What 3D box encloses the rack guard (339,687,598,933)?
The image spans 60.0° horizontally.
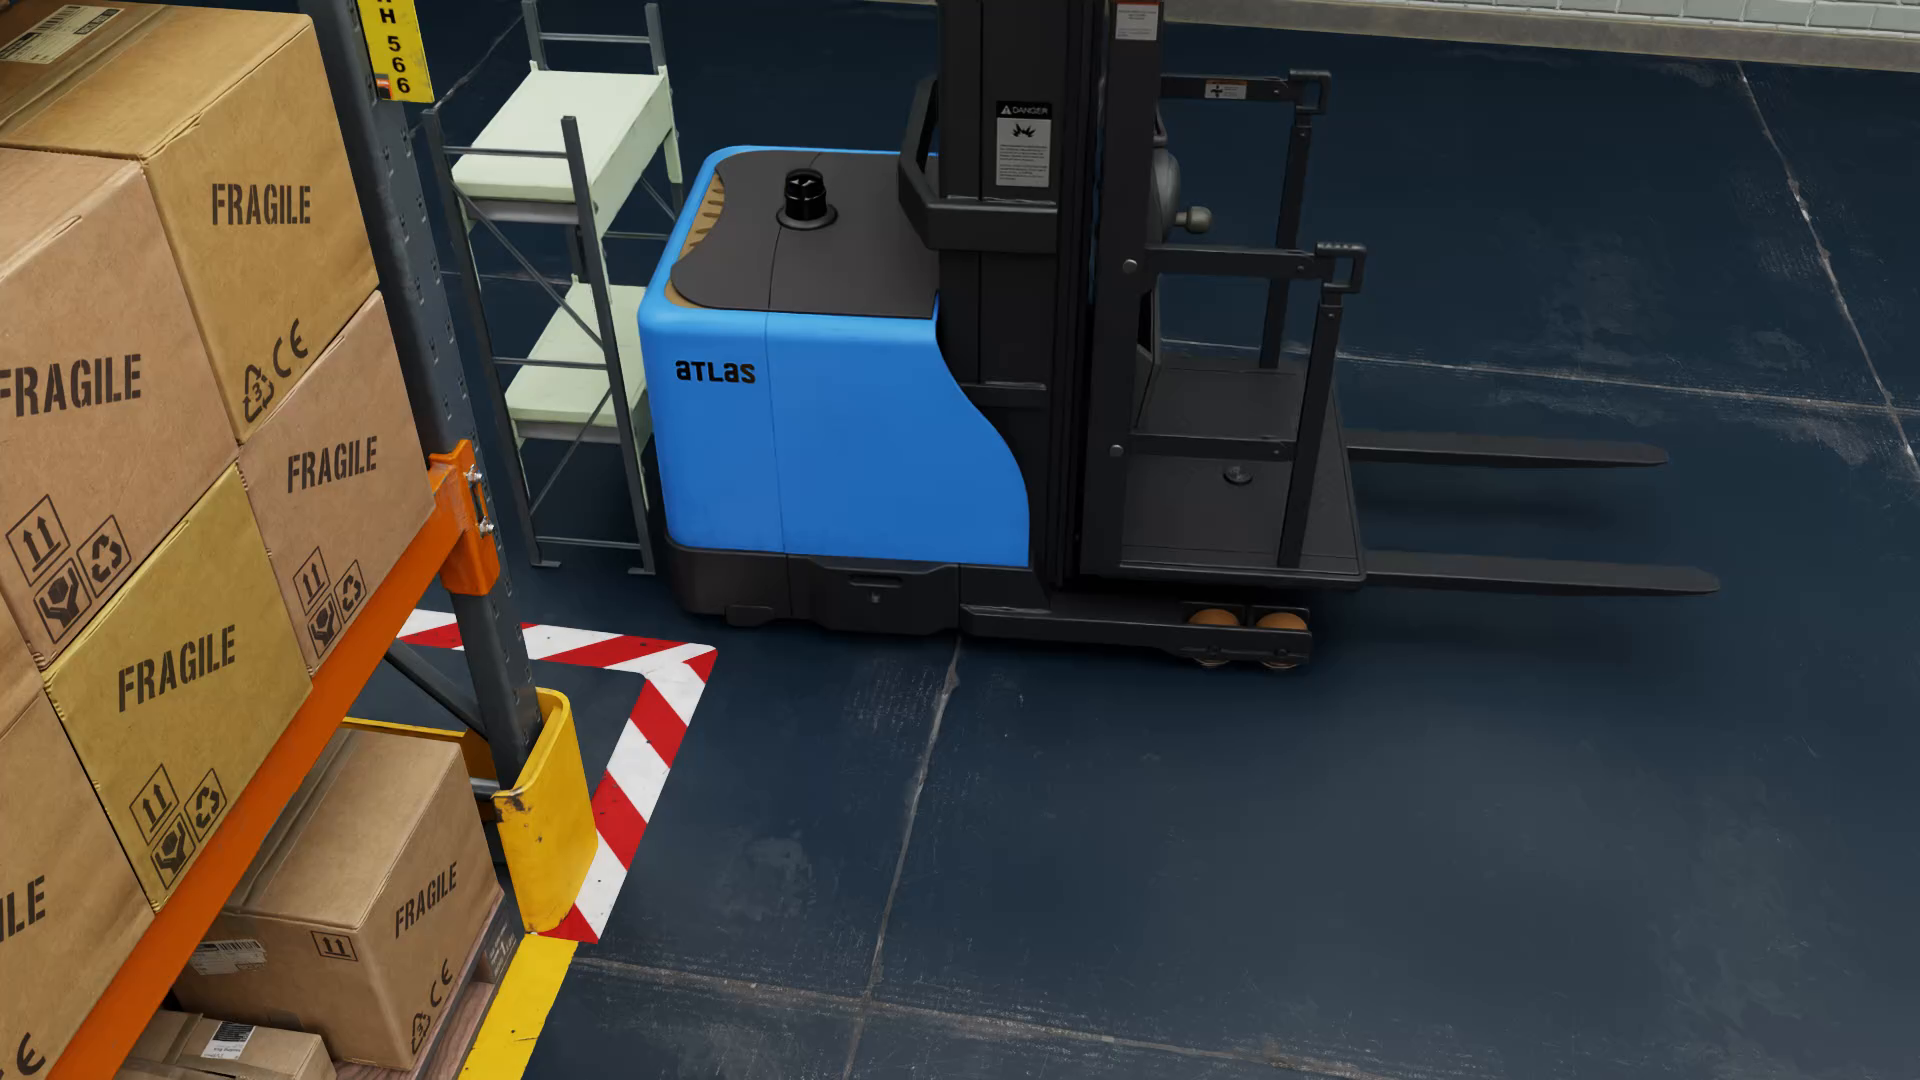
[{"bbox_3d":[-1.530,0.606,4.125,1.175,0.500,0.348,6,40,8],"label":"rack guard"}]

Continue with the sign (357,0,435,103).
[{"bbox_3d":[-0.973,-0.900,2.827,0.100,0.325,0.005,6,40,8],"label":"sign"}]

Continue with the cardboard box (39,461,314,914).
[{"bbox_3d":[-1.412,0.193,2.584,0.500,0.500,0.500,7,40,8],"label":"cardboard box"}]

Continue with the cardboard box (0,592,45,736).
[{"bbox_3d":[-1.494,0.124,1.883,0.500,0.500,0.500,7,40,9],"label":"cardboard box"}]

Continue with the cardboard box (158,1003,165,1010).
[{"bbox_3d":[-1.977,1.109,3.368,0.500,0.250,0.500,6,40,8],"label":"cardboard box"}]

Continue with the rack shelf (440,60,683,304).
[{"bbox_3d":[-1.101,-1.023,4.690,0.431,0.370,0.720,4,40,7],"label":"rack shelf"}]

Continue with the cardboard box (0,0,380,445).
[{"bbox_3d":[-1.323,-0.519,2.661,0.500,0.500,0.500,6,40,7],"label":"cardboard box"}]

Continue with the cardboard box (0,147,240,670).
[{"bbox_3d":[-1.409,-0.202,2.278,0.500,0.500,0.500,7,40,9],"label":"cardboard box"}]

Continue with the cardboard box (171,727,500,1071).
[{"bbox_3d":[-1.368,0.757,3.597,0.500,0.500,0.500,6,40,8],"label":"cardboard box"}]

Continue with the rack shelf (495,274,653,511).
[{"bbox_3d":[-1.085,-0.470,5.144,0.431,0.370,0.720,4,40,7],"label":"rack shelf"}]

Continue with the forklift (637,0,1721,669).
[{"bbox_3d":[0.687,-1.113,4.296,3.031,2.935,1.130,3,40,4],"label":"forklift"}]

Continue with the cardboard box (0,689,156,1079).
[{"bbox_3d":[-1.504,0.506,2.206,0.500,0.500,0.500,7,40,8],"label":"cardboard box"}]

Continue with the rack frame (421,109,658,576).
[{"bbox_3d":[-1.145,-0.491,4.658,0.400,1.500,0.023,4,40,7],"label":"rack frame"}]

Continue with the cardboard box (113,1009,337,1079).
[{"bbox_3d":[-1.527,1.130,3.408,0.380,0.166,0.250,6,40,8],"label":"cardboard box"}]

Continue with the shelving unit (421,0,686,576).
[{"bbox_3d":[-1.093,-0.722,4.938,0.431,1.500,0.755,4,40,7],"label":"shelving unit"}]

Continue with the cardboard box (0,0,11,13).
[{"bbox_3d":[-1.853,-0.580,2.734,0.500,0.500,0.500,8,40,9],"label":"cardboard box"}]

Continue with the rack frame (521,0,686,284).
[{"bbox_3d":[-1.041,-0.952,5.217,0.400,1.500,0.023,4,40,7],"label":"rack frame"}]

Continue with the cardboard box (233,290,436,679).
[{"bbox_3d":[-1.326,-0.133,2.978,0.500,0.500,0.500,8,40,9],"label":"cardboard box"}]

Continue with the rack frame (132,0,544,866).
[{"bbox_3d":[-1.517,-0.405,3.386,1.000,3.000,0.127,6,40,8],"label":"rack frame"}]

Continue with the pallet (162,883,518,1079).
[{"bbox_3d":[-1.667,1.218,3.612,1.003,0.211,1.213,6,40,8],"label":"pallet"}]

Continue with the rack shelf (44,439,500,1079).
[{"bbox_3d":[-1.863,1.127,2.097,1.077,0.370,4.000,6,40,8],"label":"rack shelf"}]
